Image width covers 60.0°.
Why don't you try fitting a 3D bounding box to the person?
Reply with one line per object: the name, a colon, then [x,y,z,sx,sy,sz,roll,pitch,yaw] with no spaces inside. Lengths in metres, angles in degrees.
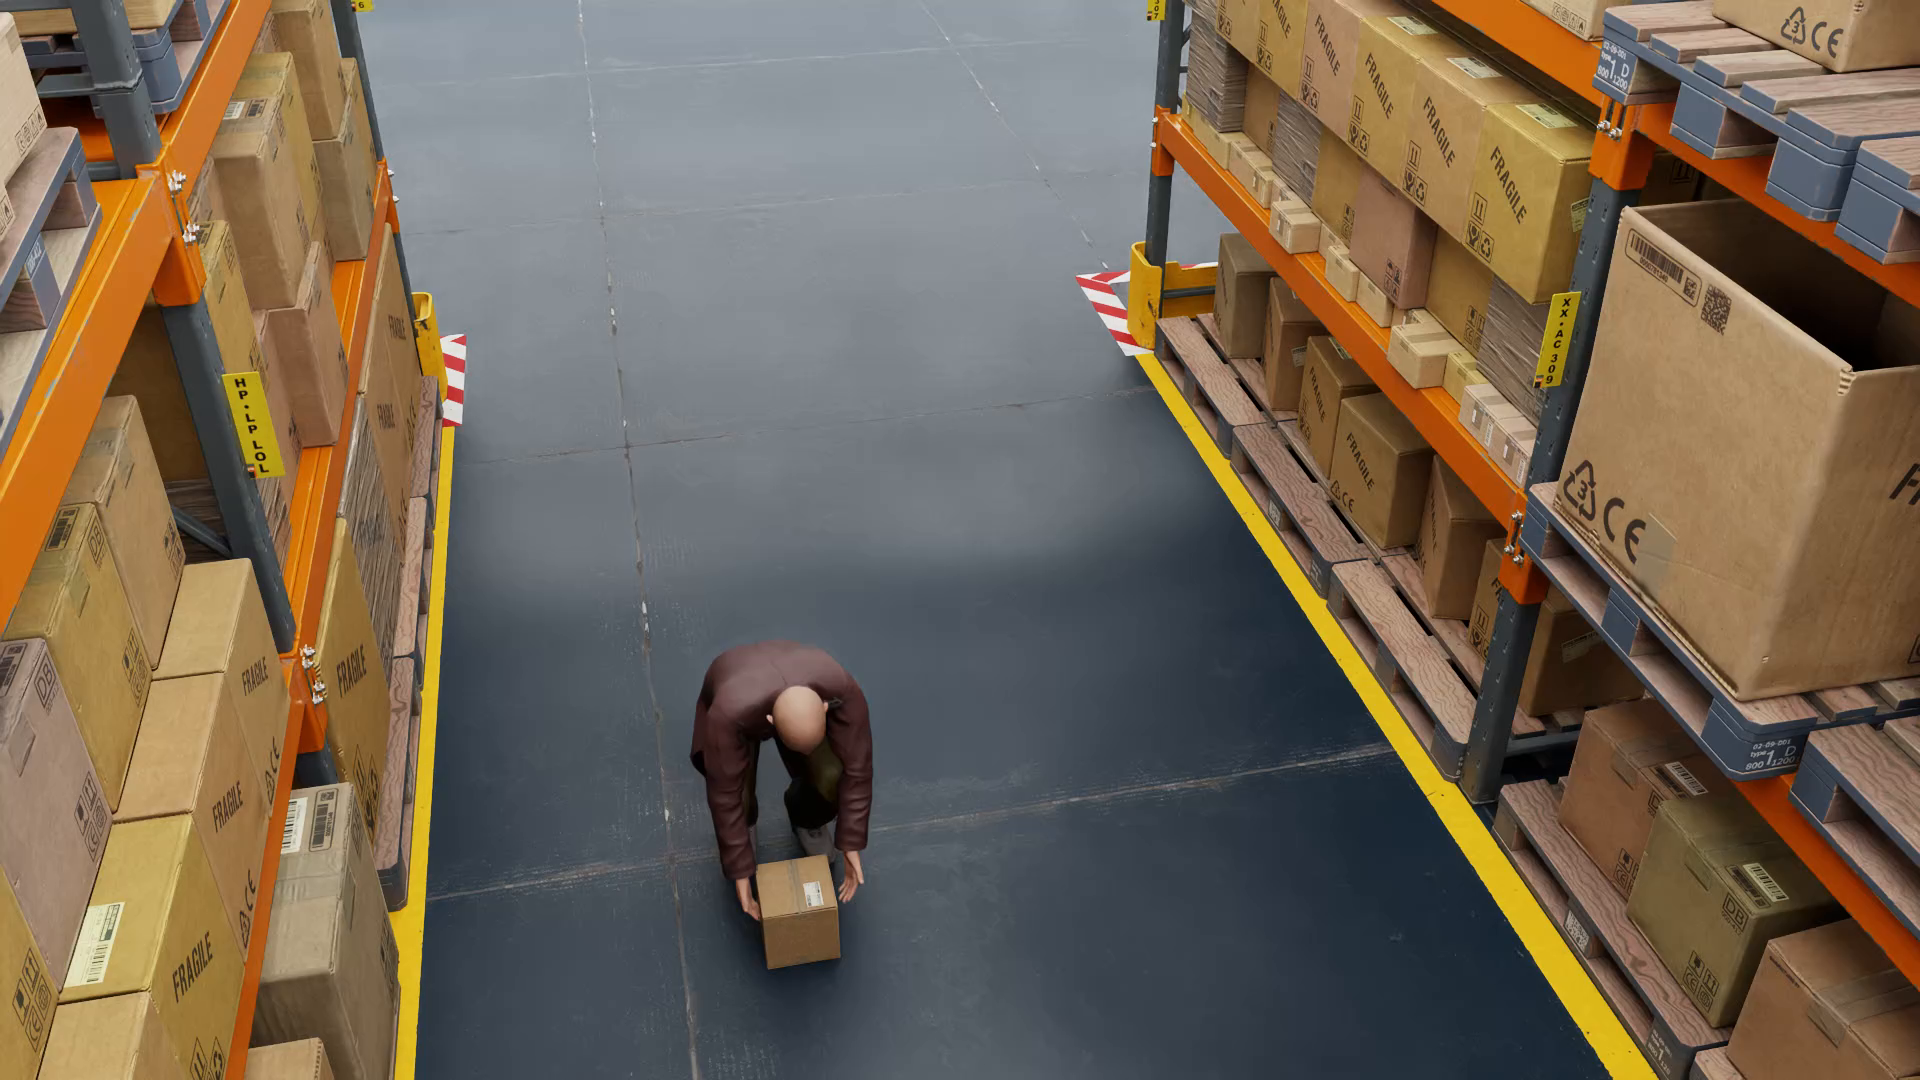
person: [-0.625,0.735,5.758,0.610,1.002,0.900,-7,35,-11]
